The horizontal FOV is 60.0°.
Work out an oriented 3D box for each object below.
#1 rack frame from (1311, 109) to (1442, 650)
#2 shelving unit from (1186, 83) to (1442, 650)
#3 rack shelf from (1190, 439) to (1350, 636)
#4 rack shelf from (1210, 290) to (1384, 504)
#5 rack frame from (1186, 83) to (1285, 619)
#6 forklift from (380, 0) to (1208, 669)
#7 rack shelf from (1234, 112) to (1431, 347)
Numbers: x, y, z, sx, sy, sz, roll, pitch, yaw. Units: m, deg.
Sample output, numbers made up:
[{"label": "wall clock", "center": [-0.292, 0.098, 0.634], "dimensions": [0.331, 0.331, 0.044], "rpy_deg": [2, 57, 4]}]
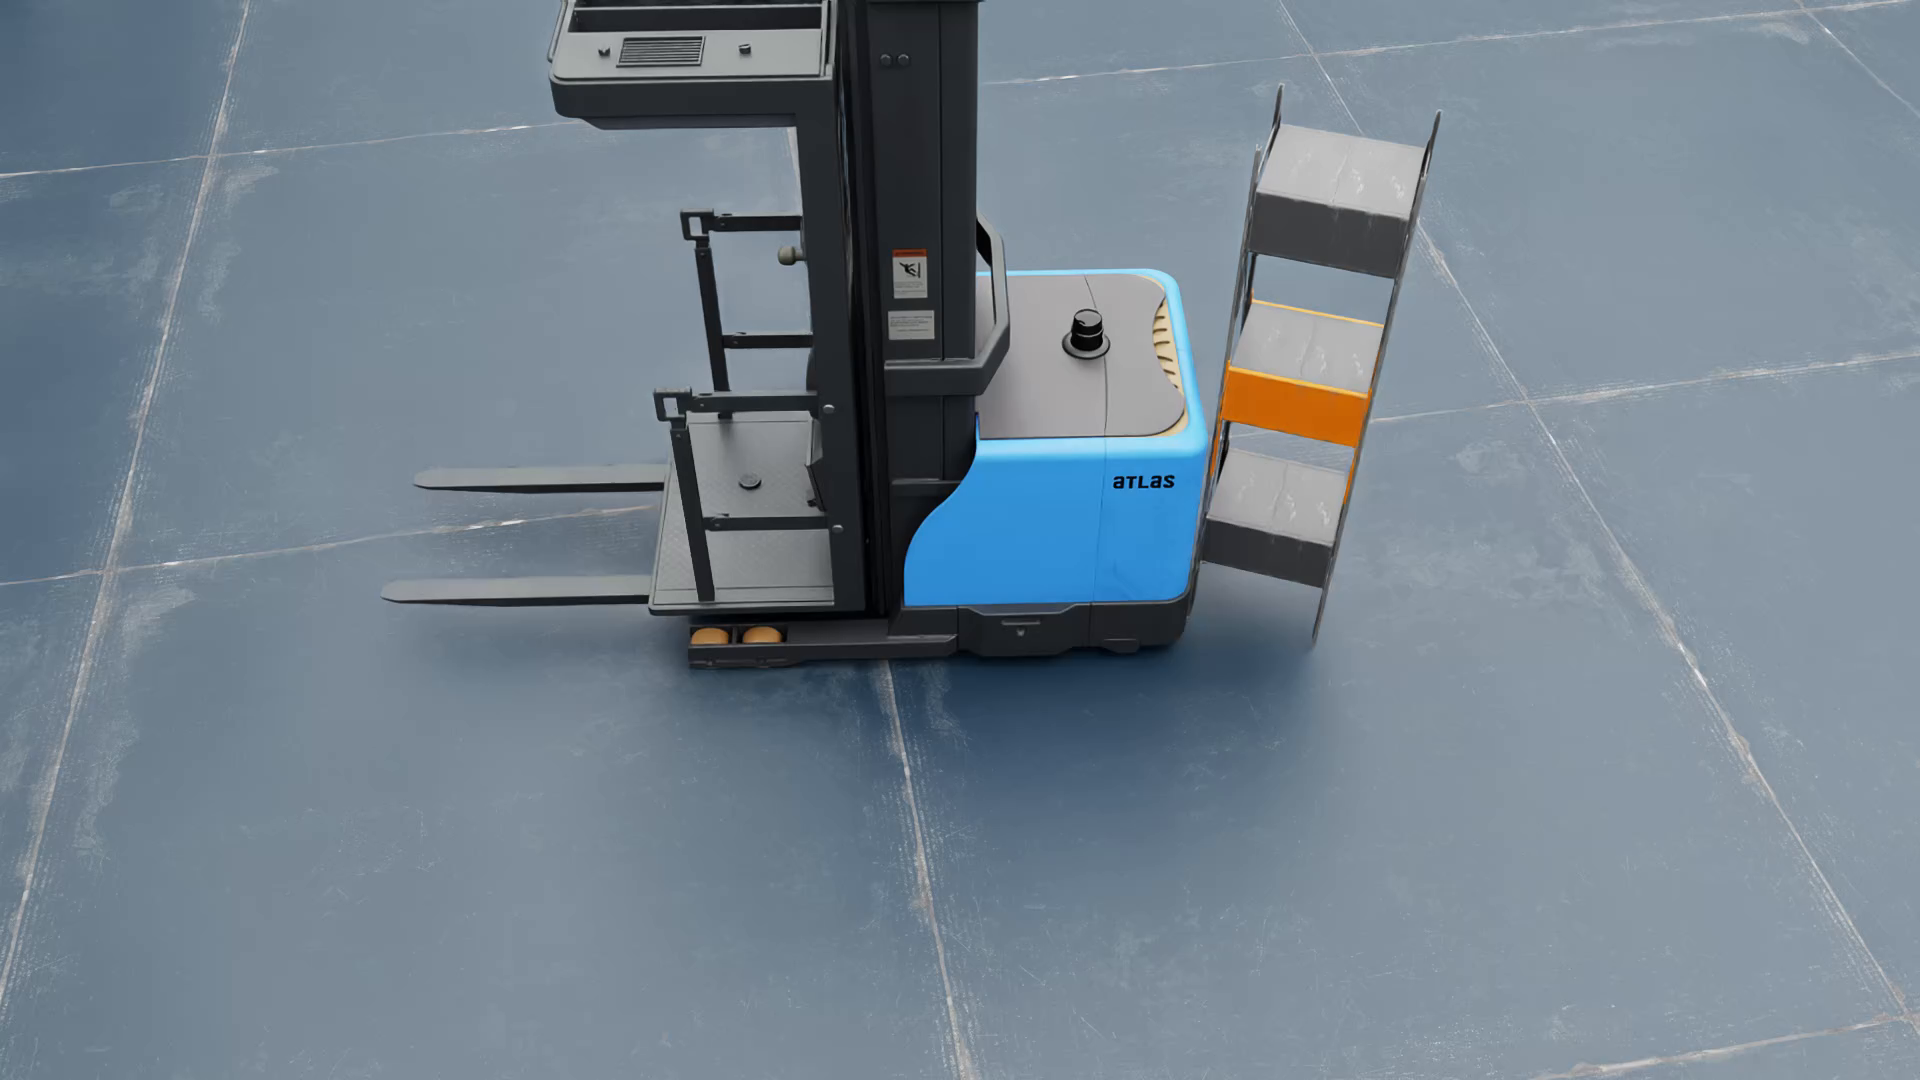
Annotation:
[{"label": "rack frame", "center": [1.410, -0.453, 5.726], "dimensions": [0.015, 2.100, 0.400], "rpy_deg": [13, 47, 12]}, {"label": "shelving unit", "center": [1.178, -0.508, 5.779], "dimensions": [0.503, 2.100, 0.431], "rpy_deg": [13, 47, 12]}, {"label": "rack shelf", "center": [1.176, -0.009, 6.290], "dimensions": [0.480, 0.518, 0.431], "rpy_deg": [13, 47, 12]}, {"label": "rack shelf", "center": [1.178, -0.498, 5.789], "dimensions": [0.480, 0.518, 0.431], "rpy_deg": [13, 47, 12]}, {"label": "rack frame", "center": [0.946, -0.563, 5.832], "dimensions": [0.015, 2.100, 0.400], "rpy_deg": [13, 47, 12]}, {"label": "forklift", "center": [-0.670, -0.918, 5.599], "dimensions": [3.031, 2.935, 1.130], "rpy_deg": [-1, 46, -1]}, {"label": "rack shelf", "center": [1.179, -0.987, 5.288], "dimensions": [0.480, 0.518, 0.431], "rpy_deg": [13, 47, 12]}]
